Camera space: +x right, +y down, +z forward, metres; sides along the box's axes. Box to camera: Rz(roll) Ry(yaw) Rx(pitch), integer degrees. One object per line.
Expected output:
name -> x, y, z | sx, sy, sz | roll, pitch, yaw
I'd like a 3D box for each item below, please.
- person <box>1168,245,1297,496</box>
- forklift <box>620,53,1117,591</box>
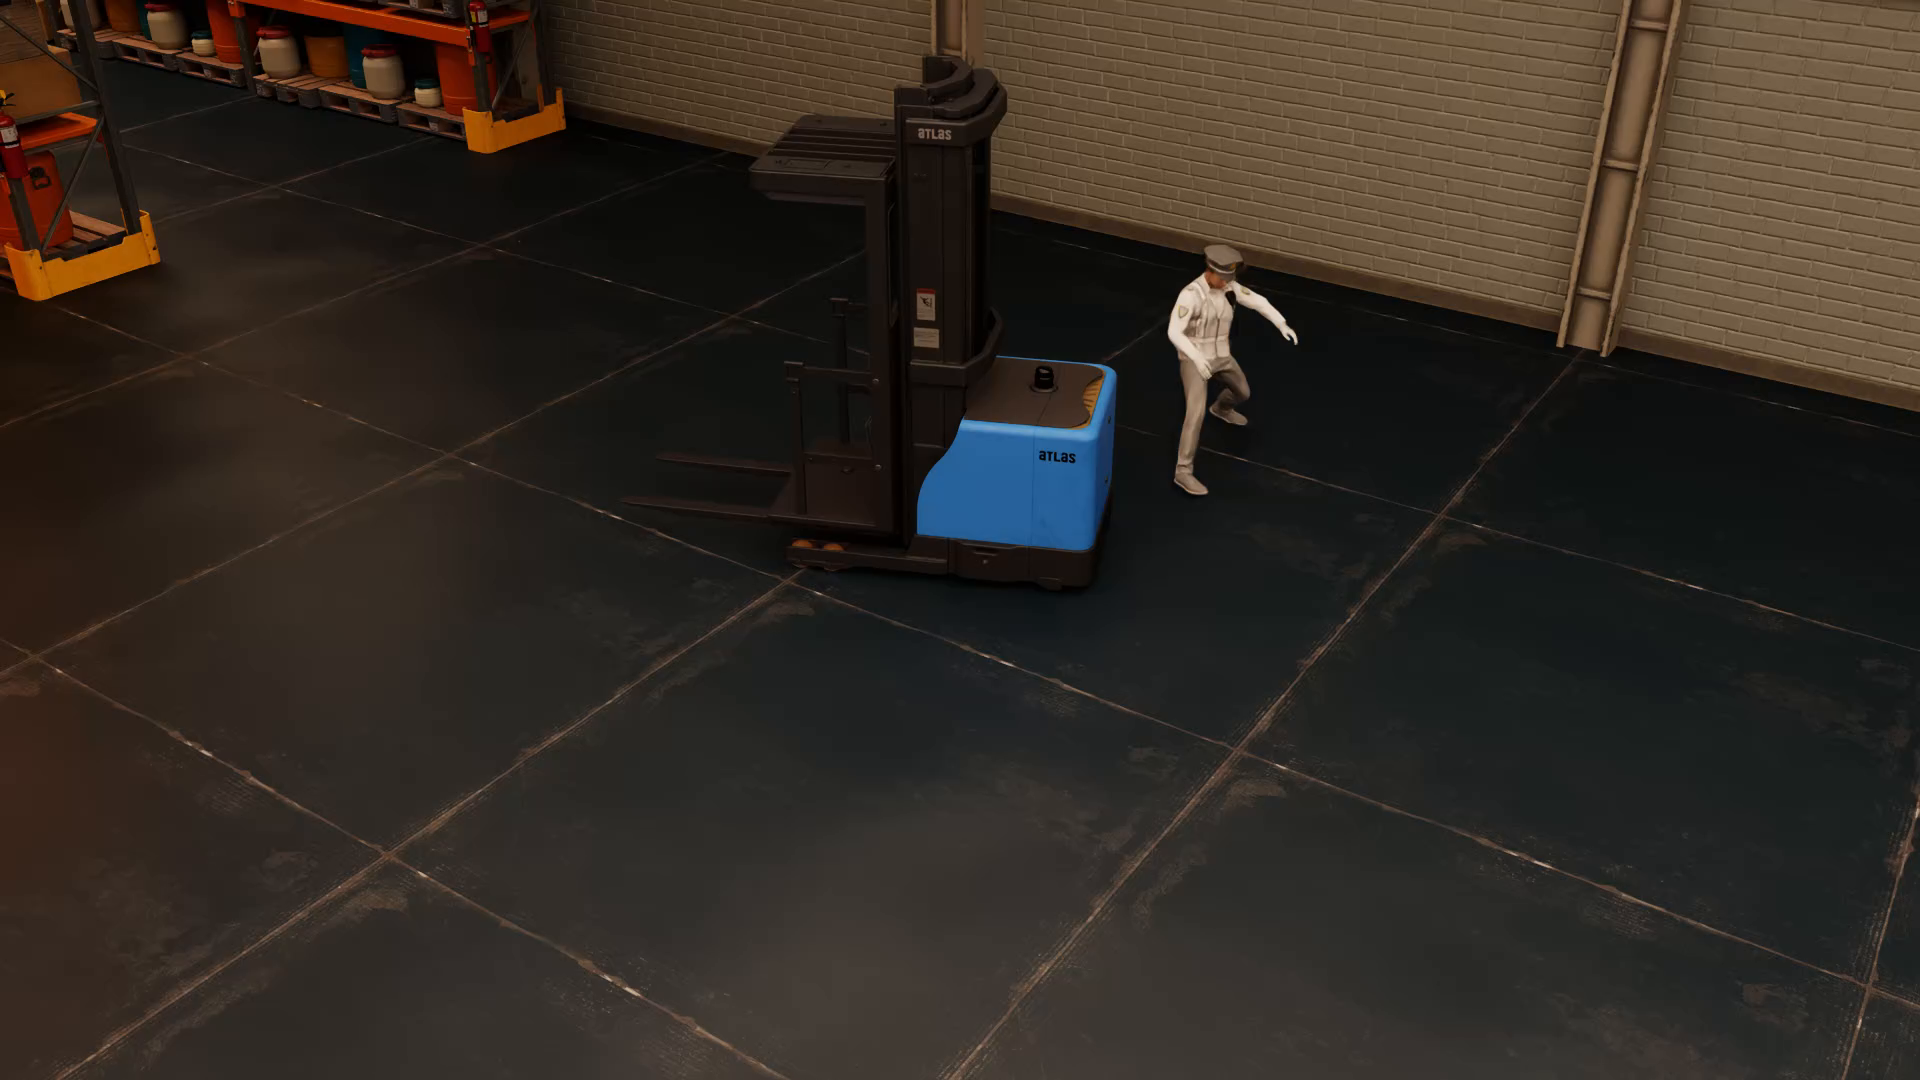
person -> 1.762, -1.220, 11.152 | 1.066, 1.496, 0.956 | -17, 34, -27
forklift -> -0.596, -1.330, 9.871 | 3.031, 2.935, 1.130 | 6, 31, 10
